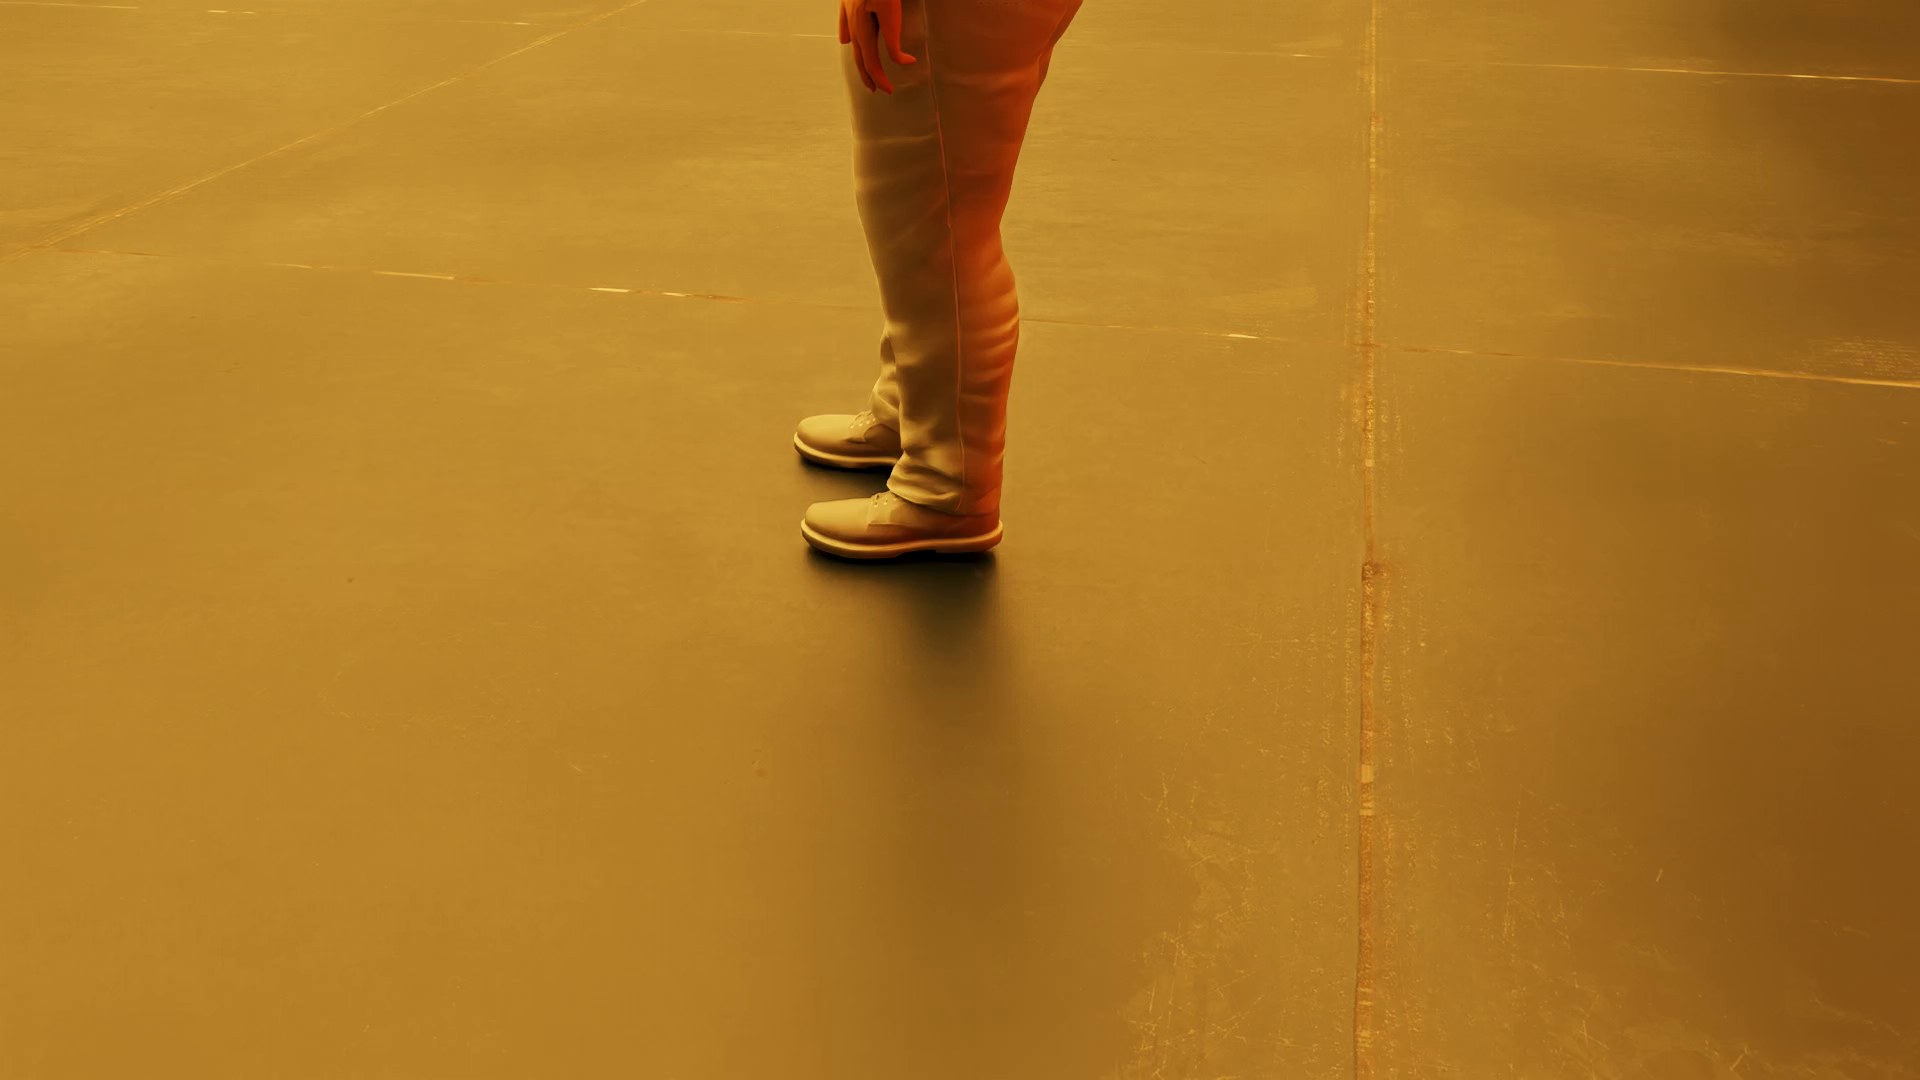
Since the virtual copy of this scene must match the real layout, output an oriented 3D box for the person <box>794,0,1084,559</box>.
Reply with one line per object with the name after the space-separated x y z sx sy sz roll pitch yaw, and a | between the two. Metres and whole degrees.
-0.070 -0.769 2.156 0.529 1.670 0.598 6 27 11 | person
